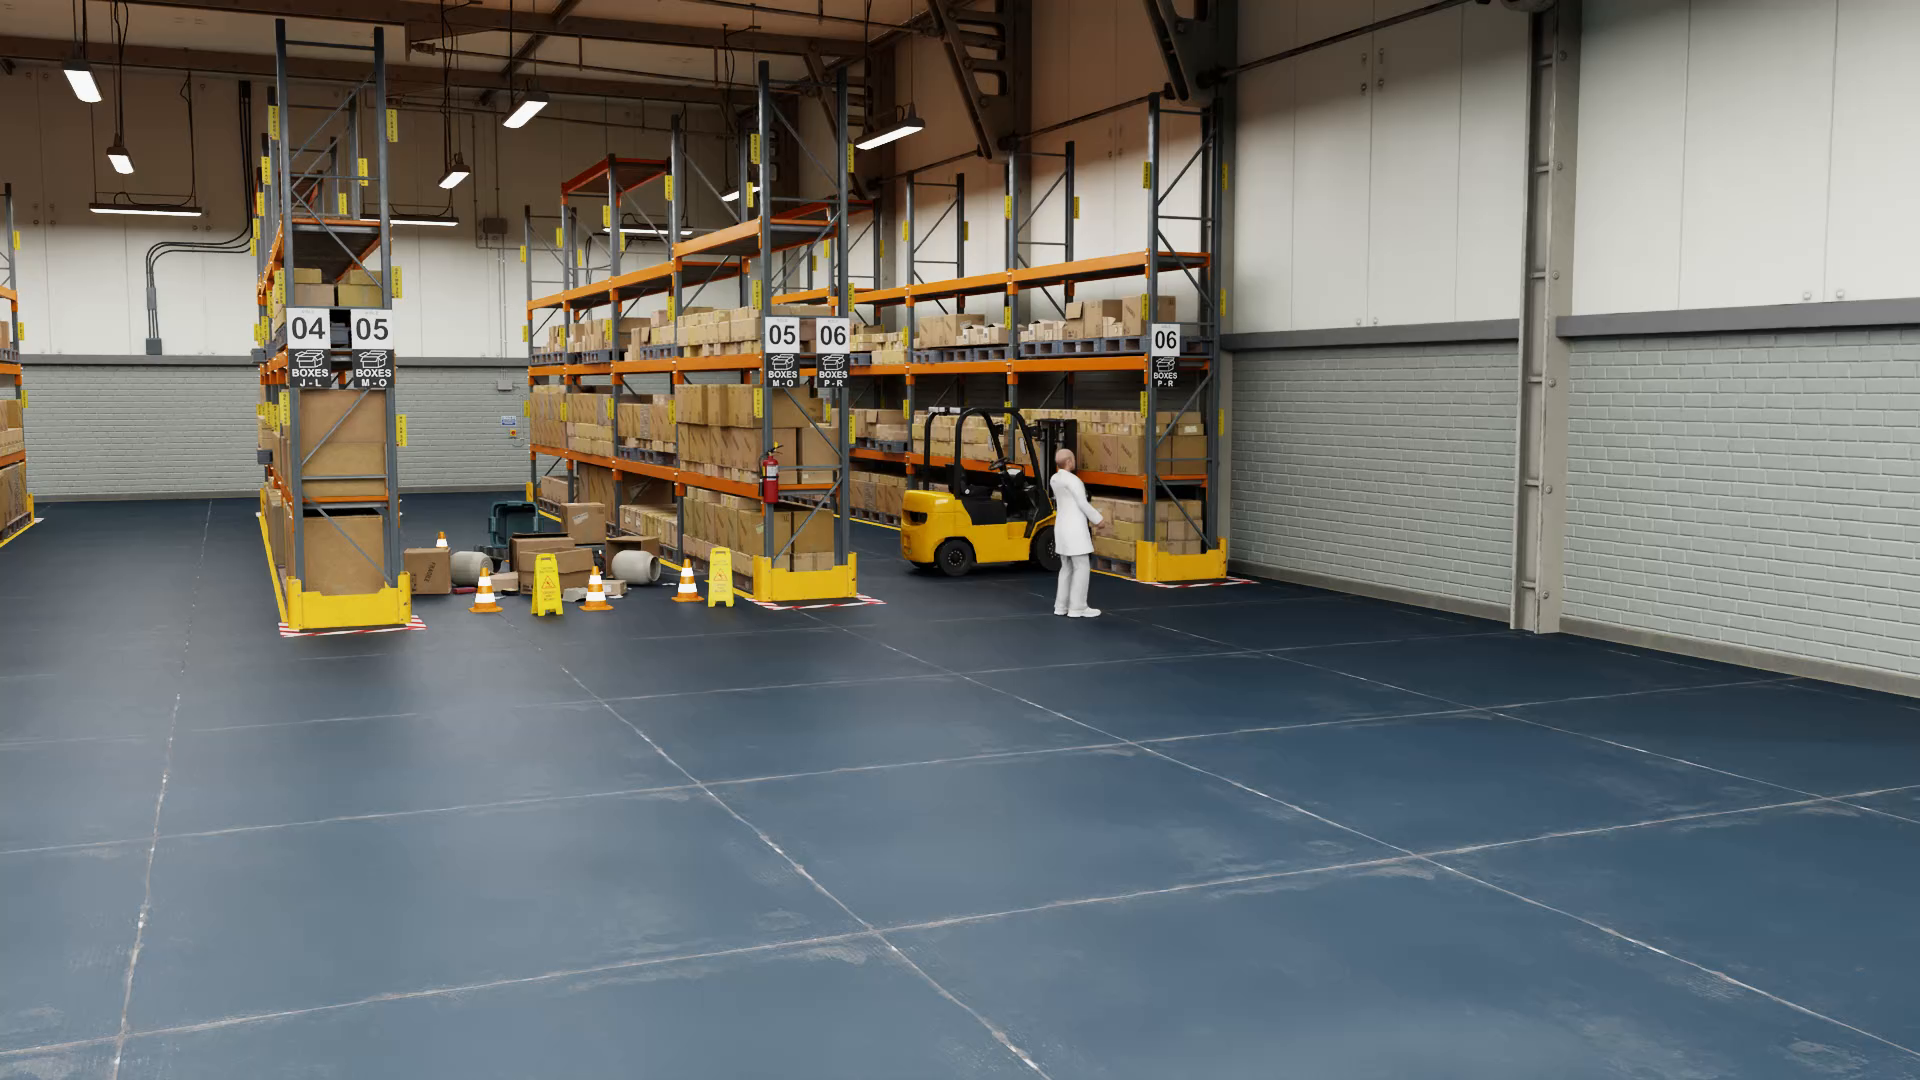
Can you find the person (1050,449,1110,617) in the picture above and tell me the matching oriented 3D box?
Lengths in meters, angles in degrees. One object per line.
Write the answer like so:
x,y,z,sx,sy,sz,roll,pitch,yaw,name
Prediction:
1.267,-0.082,17.611,0.563,1.769,0.527,-2,6,-23,person
